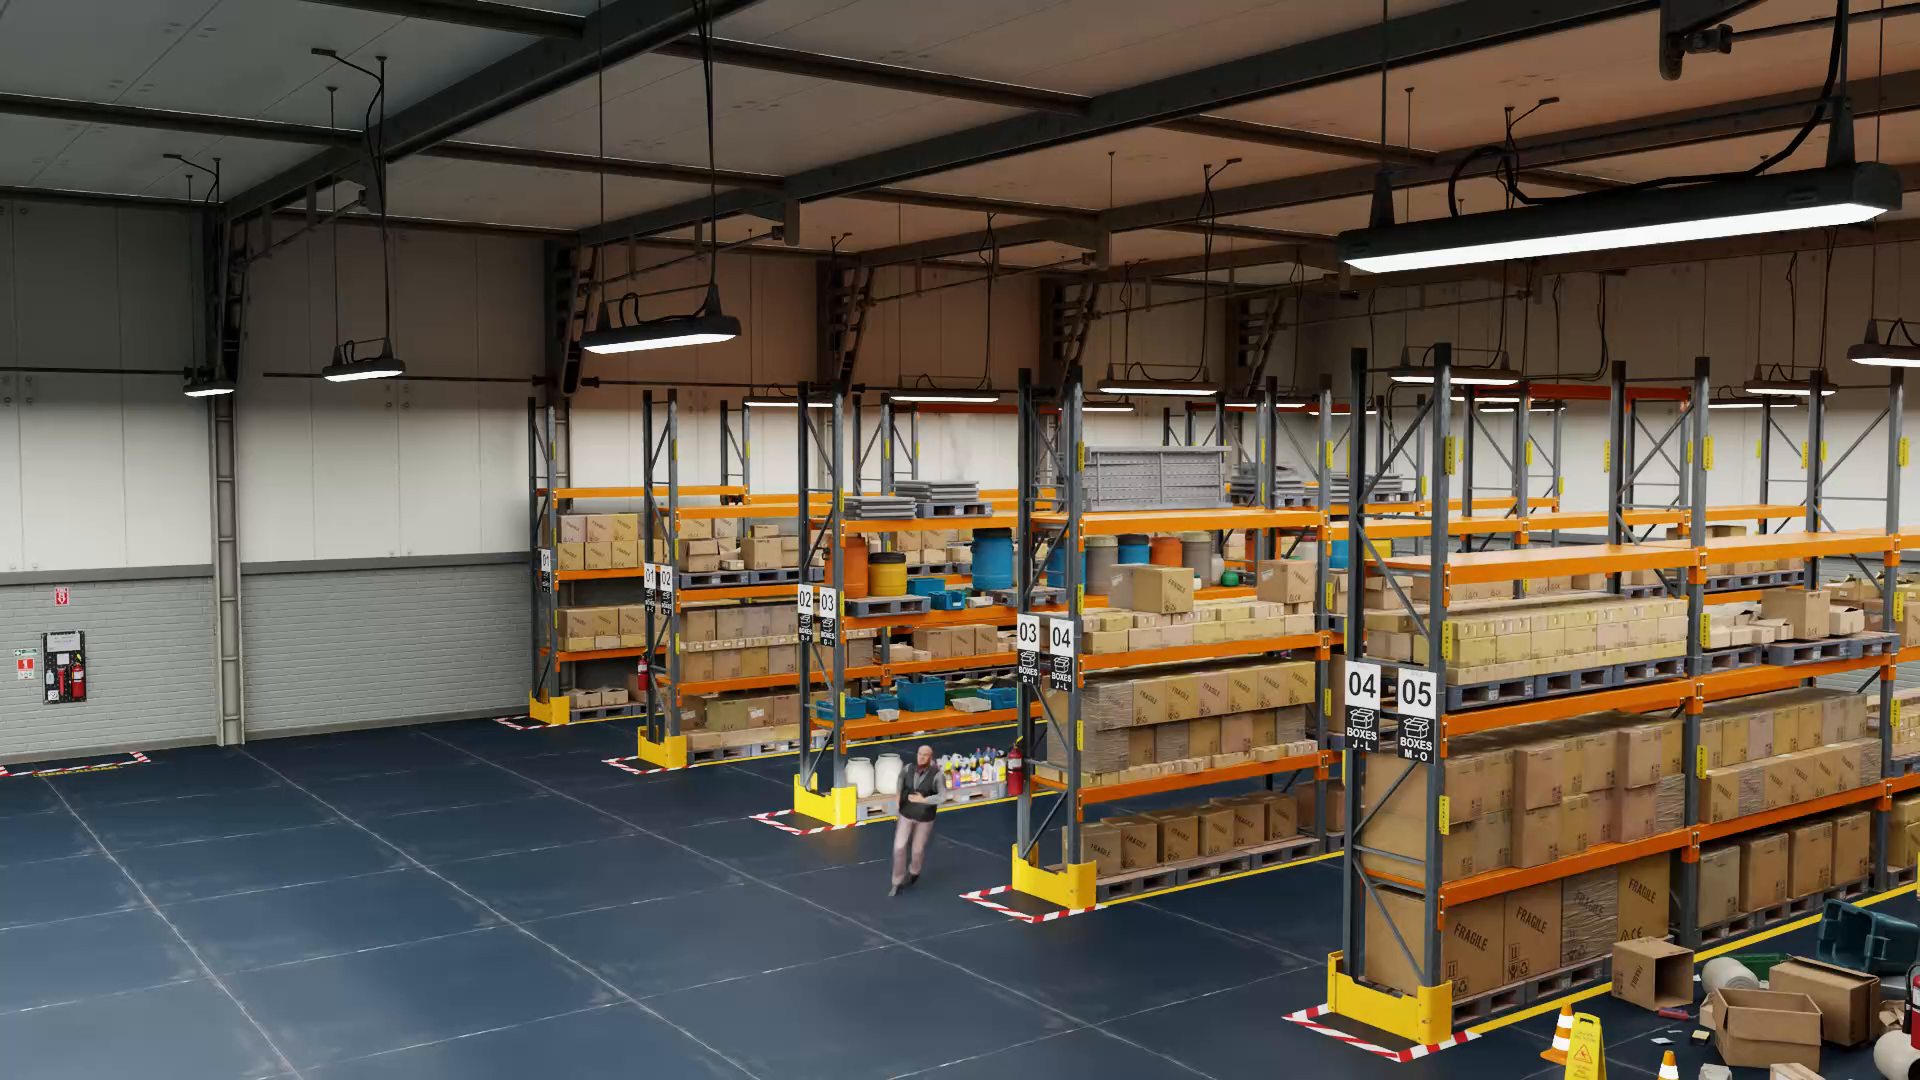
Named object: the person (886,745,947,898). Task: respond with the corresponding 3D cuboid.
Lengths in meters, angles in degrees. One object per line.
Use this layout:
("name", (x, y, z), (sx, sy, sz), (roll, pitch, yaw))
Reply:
("person", (-0.452, 3.209, 19.039), (0.689, 1.771, 0.692), (1, 3, 13))
